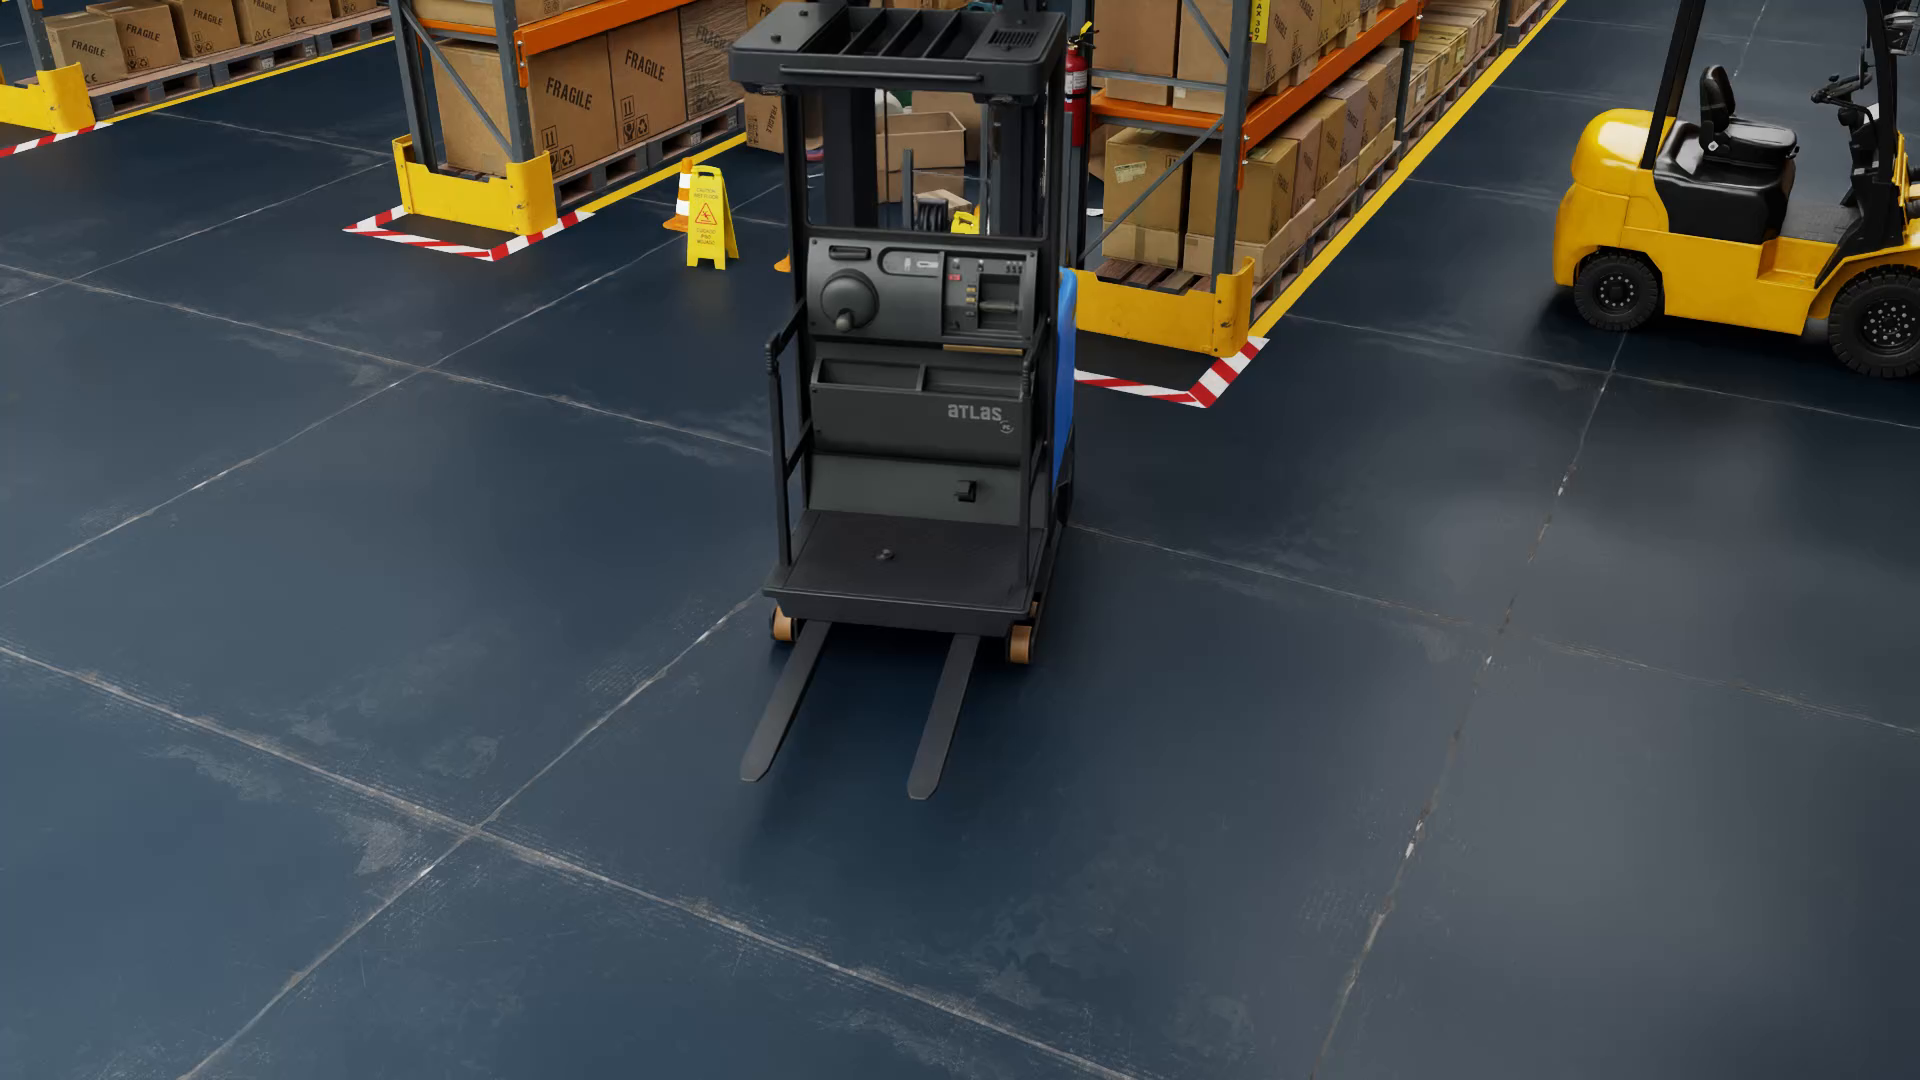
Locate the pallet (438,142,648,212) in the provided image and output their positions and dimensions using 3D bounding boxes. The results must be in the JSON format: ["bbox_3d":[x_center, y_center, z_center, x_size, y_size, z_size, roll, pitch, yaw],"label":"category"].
[{"bbox_3d":[-3.076,-2.754,12.335,1.003,0.211,1.213,14,33,23],"label":"pallet"}]

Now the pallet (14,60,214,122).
[{"bbox_3d":[-7.304,-3.938,14.396,1.003,0.211,1.213,14,33,23],"label":"pallet"}]

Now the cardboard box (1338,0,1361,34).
[{"bbox_3d":[2.233,-3.517,10.462,0.500,0.500,0.500,14,33,22],"label":"cardboard box"}]

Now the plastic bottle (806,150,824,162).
[{"bbox_3d":[-1.102,-2.969,12.860,0.283,0.061,0.133,4,30,6],"label":"plastic bottle"}]

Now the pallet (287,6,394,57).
[{"bbox_3d":[-6.193,-5.020,16.279,1.003,0.211,1.213,14,33,23],"label":"pallet"}]

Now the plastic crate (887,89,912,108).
[{"bbox_3d":[-0.462,-3.796,14.114,0.662,0.188,0.450,-18,24,-28],"label":"plastic crate"}]

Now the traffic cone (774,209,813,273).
[{"bbox_3d":[-1.014,-1.998,10.764,0.336,0.463,0.334,14,33,23],"label":"traffic cone"}]

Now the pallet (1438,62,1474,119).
[{"bbox_3d":[3.812,-3.966,14.444,1.003,0.211,1.213,14,33,23],"label":"pallet"}]

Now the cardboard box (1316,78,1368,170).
[{"bbox_3d":[2.412,-2.826,11.246,0.500,0.500,0.500,16,34,26],"label":"cardboard box"}]

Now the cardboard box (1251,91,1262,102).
[{"bbox_3d":[1.523,-2.623,9.558,0.380,0.149,0.250,15,33,24],"label":"cardboard box"}]

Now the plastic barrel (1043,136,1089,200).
[{"bbox_3d":[0.675,-2.655,11.949,0.421,0.421,0.512,-12,32,-20],"label":"plastic barrel"}]

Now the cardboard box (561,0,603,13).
[{"bbox_3d":[-3.011,-4.080,11.692,0.875,0.550,0.550,14,33,23],"label":"cardboard box"}]

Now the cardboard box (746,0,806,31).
[{"bbox_3d":[-1.898,-4.363,14.047,0.875,0.875,0.875,15,33,24],"label":"cardboard box"}]

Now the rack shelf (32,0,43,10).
[{"bbox_3d":[-6.829,-5.336,14.753,1.077,0.370,4.000,14,33,23],"label":"rack shelf"}]

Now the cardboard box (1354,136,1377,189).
[{"bbox_3d":[2.640,-2.715,11.805,0.500,0.250,0.500,13,32,22],"label":"cardboard box"}]

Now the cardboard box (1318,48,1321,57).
[{"bbox_3d":[2.027,-3.078,10.349,0.380,0.149,0.250,15,33,25],"label":"cardboard box"}]

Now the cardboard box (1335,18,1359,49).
[{"bbox_3d":[2.341,-3.286,10.712,0.380,0.149,0.250,15,33,24],"label":"cardboard box"}]

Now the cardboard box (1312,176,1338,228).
[{"bbox_3d":[2.172,-2.267,11.026,0.500,0.250,0.500,17,34,27],"label":"cardboard box"}]

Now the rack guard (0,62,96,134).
[{"bbox_3d":[-7.706,-3.711,13.711,1.175,0.500,0.348,14,33,23],"label":"rack guard"}]

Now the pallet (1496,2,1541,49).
[{"bbox_3d":[5.152,-5.183,16.564,1.003,0.211,1.213,14,33,23],"label":"pallet"}]

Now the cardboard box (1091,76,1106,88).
[{"bbox_3d":[1.306,-3.922,13.316,0.500,0.500,0.500,14,33,23],"label":"cardboard box"}]

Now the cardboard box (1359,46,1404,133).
[{"bbox_3d":[2.873,-3.278,12.033,0.500,0.500,0.500,14,33,23],"label":"cardboard box"}]

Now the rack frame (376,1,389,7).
[{"bbox_3d":[-5.918,-6.535,16.117,1.000,3.000,0.127,14,33,23],"label":"rack frame"}]

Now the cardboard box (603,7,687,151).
[{"bbox_3d":[-2.722,-3.558,12.646,0.875,0.875,0.875,14,33,23],"label":"cardboard box"}]

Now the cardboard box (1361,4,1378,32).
[{"bbox_3d":[2.569,-3.515,11.111,0.380,0.149,0.250,14,33,23],"label":"cardboard box"}]

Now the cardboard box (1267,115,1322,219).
[{"bbox_3d":[1.940,-2.367,10.445,0.500,0.500,0.500,13,32,21],"label":"cardboard box"}]

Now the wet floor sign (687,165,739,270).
[{"bbox_3d":[-1.622,-2.109,10.774,0.267,0.644,0.232,9,31,15],"label":"wet floor sign"}]

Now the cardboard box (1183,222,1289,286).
[{"bbox_3d":[1.695,-1.798,10.208,0.500,0.250,0.500,14,33,23],"label":"cardboard box"}]

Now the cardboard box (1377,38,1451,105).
[{"bbox_3d":[3.465,-3.882,13.715,0.950,0.372,0.625,16,34,26],"label":"cardboard box"}]

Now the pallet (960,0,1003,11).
[{"bbox_3d":[-0.153,-5.596,17.284,1.003,0.211,1.213,14,33,23],"label":"pallet"}]

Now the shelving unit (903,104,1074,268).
[{"bbox_3d":[0.151,-1.379,8.607,0.587,1.500,1.083,11,29,19],"label":"shelving unit"}]

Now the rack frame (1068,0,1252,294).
[{"bbox_3d":[1.082,-2.513,9.115,1.000,3.000,0.127,14,33,23],"label":"rack frame"}]

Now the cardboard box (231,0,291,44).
[{"bbox_3d":[-6.603,-4.916,15.387,0.500,0.500,0.500,11,32,19],"label":"cardboard box"}]

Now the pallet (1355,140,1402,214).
[{"bbox_3d":[2.629,-2.772,12.365,1.003,0.211,1.213,14,33,23],"label":"pallet"}]

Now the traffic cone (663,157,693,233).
[{"bbox_3d":[-1.865,-2.405,11.473,0.336,0.463,0.334,14,33,23],"label":"traffic cone"}]

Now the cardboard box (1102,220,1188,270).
[{"bbox_3d":[1.221,-1.933,10.444,0.500,0.250,0.500,14,33,23],"label":"cardboard box"}]

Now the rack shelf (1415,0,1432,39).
[{"bbox_3d":[3.815,-4.861,13.926,1.077,0.370,4.000,14,33,23],"label":"rack shelf"}]

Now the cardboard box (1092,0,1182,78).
[{"bbox_3d":[1.084,-2.989,9.543,0.500,0.500,0.500,14,33,22],"label":"cardboard box"}]

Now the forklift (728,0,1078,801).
[{"bbox_3d":[-0.188,-0.952,6.465,1.130,2.935,3.031,5,30,8],"label":"forklift"}]

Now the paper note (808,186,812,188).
[{"bbox_3d":[-1.164,-2.595,12.240,0.142,0.017,0.144,-25,38,-36],"label":"paper note"}]

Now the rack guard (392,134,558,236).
[{"bbox_3d":[-3.382,-2.497,11.596,1.175,0.500,0.348,14,33,23],"label":"rack guard"}]

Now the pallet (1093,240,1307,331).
[{"bbox_3d":[1.518,-1.690,10.481,1.003,0.211,1.213,14,33,23],"label":"pallet"}]

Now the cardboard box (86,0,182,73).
[{"bbox_3d":[-7.199,-4.405,14.498,0.500,0.500,0.500,24,38,36],"label":"cardboard box"}]

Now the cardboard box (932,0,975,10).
[{"bbox_3d":[-0.479,-5.707,16.513,1.050,0.750,0.750,15,33,24],"label":"cardboard box"}]

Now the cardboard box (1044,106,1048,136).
[{"bbox_3d":[0.622,-3.227,13.102,0.258,0.266,0.396,-7,31,-11],"label":"cardboard box"}]

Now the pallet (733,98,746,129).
[{"bbox_3d":[-1.965,-3.836,14.218,1.003,0.211,1.213,14,33,23],"label":"pallet"}]

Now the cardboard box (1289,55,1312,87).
[{"bbox_3d":[1.873,-2.825,9.909,0.380,0.149,0.250,15,33,24],"label":"cardboard box"}]

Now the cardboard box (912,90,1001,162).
[{"bbox_3d":[0.047,-3.259,12.784,0.797,0.637,0.503,14,33,23],"label":"cardboard box"}]

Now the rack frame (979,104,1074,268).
[{"bbox_3d":[0.341,-1.590,9.017,0.500,1.500,0.032,11,29,19],"label":"rack frame"}]

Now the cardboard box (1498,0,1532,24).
[{"bbox_3d":[5.115,-5.608,16.215,0.875,0.875,0.875,14,33,23],"label":"cardboard box"}]

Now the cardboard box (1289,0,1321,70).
[{"bbox_3d":[1.777,-3.063,9.673,0.500,0.500,0.500,15,33,25],"label":"cardboard box"}]

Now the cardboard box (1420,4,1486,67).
[{"bbox_3d":[4.131,-4.525,14.835,0.950,0.372,0.625,14,33,22],"label":"cardboard box"}]

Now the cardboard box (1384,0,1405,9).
[{"bbox_3d":[2.921,-3.854,11.701,0.380,0.149,0.250,15,33,24],"label":"cardboard box"}]

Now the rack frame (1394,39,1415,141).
[{"bbox_3d":[2.904,-4.287,12.203,1.000,3.000,0.127,14,33,23],"label":"rack frame"}]

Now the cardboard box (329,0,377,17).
[{"bbox_3d":[-6.136,-5.465,16.342,0.500,0.500,0.500,13,32,22],"label":"cardboard box"}]

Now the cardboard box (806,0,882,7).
[{"bbox_3d":[-1.346,-4.867,15.050,1.050,0.750,0.750,14,33,23],"label":"cardboard box"}]

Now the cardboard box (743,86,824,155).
[{"bbox_3d":[-1.342,-3.361,13.098,0.500,0.500,0.500,21,36,32],"label":"cardboard box"}]
